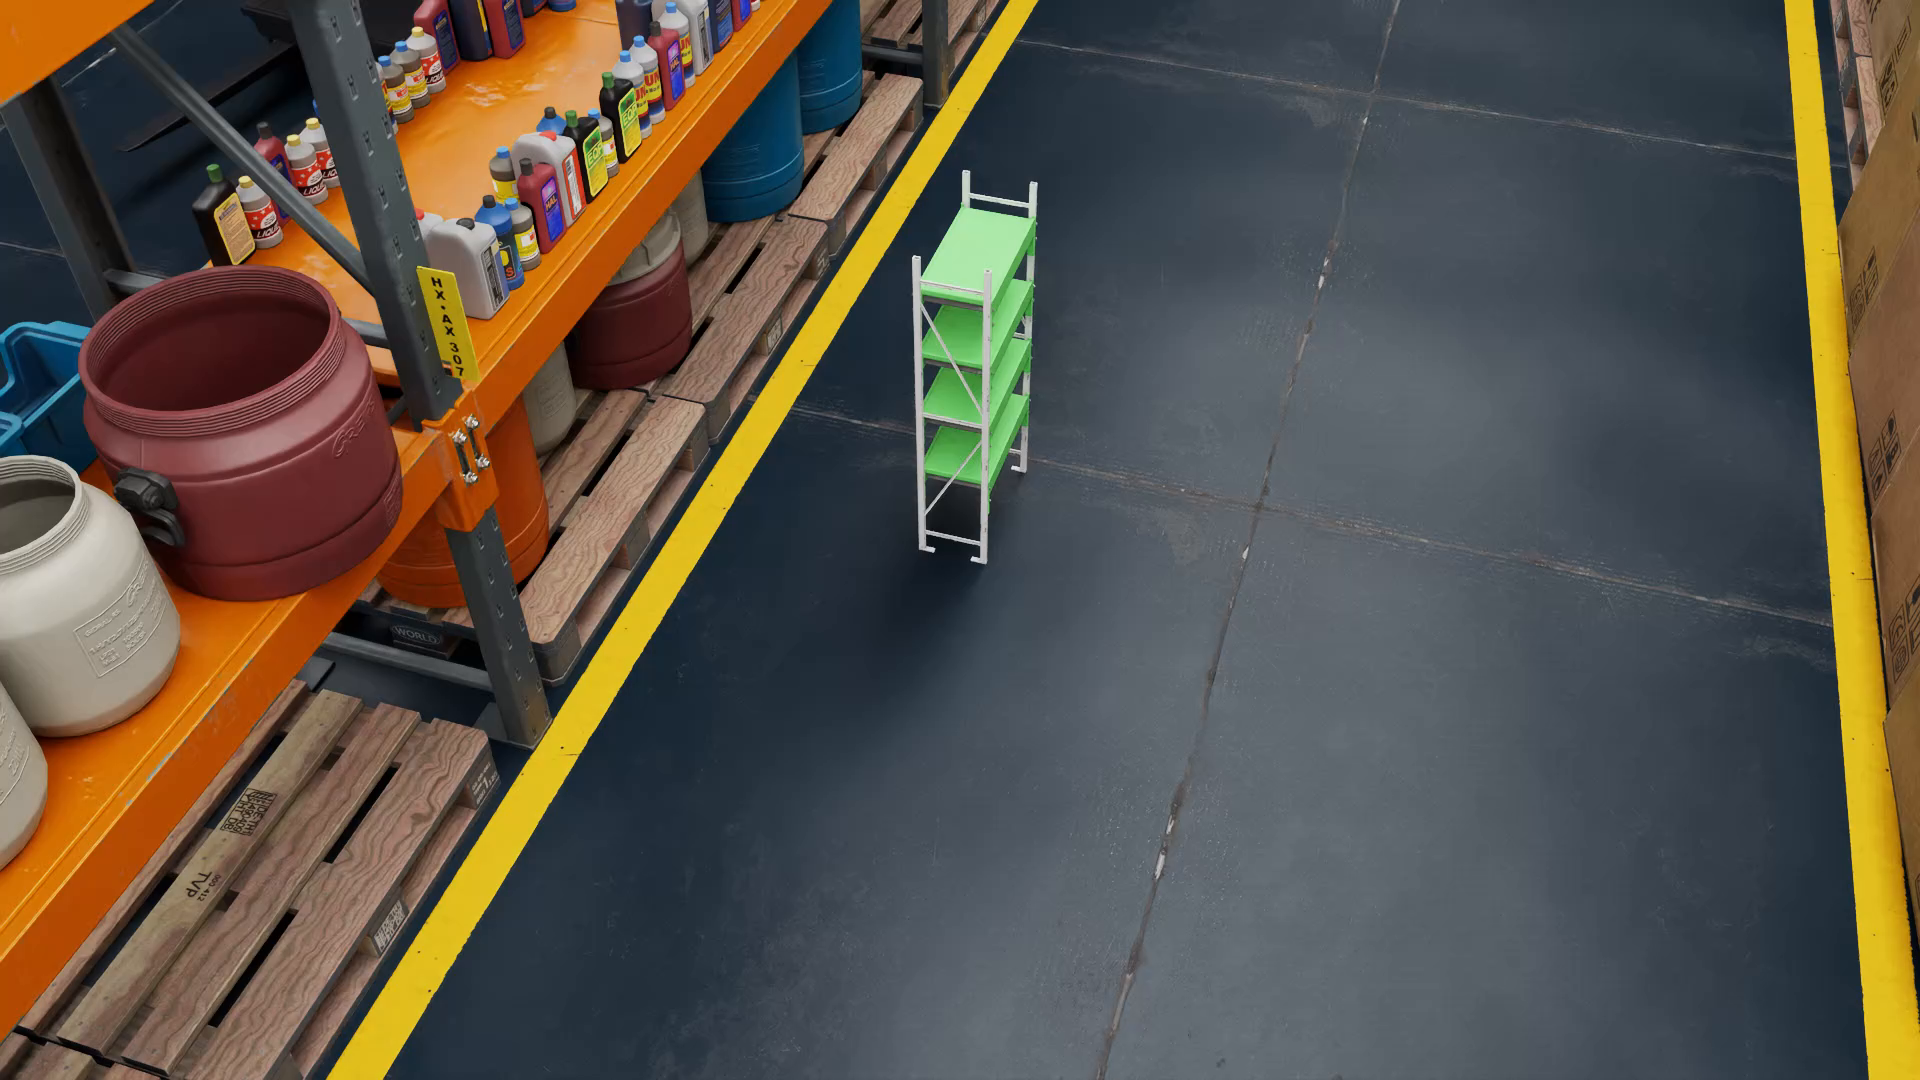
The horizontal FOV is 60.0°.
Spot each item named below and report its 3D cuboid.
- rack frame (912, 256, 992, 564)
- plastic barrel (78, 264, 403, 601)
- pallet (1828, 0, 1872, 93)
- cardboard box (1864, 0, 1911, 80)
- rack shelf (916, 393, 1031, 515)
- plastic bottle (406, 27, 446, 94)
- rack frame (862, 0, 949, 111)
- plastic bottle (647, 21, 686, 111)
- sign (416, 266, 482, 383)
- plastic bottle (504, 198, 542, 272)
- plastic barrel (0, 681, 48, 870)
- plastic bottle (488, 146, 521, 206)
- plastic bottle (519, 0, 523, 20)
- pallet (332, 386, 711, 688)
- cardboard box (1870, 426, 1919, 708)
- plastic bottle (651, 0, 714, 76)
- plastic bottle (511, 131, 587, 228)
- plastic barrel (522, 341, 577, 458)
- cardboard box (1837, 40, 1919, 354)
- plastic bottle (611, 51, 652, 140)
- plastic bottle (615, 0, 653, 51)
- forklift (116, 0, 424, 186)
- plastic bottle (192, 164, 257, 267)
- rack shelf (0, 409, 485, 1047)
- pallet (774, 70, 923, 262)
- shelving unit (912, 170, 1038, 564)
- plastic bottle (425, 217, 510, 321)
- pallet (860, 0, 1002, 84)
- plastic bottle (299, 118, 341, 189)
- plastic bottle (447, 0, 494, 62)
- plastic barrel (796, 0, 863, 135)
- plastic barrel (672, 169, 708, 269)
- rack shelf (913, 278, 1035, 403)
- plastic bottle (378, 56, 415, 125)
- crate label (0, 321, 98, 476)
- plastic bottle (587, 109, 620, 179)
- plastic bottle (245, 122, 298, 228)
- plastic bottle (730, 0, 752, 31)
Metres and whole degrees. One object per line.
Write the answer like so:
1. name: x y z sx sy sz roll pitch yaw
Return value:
1. rack frame: -0.024 -0.377 5.277 0.240 1.200 0.015 13 46 12
2. plastic barrel: -1.611 -0.246 3.759 0.600 0.536 0.708 13 46 13
3. pallet: 4.845 -2.498 8.151 1.003 0.211 1.213 13 46 12
4. cardboard box: 4.721 -2.602 7.483 0.875 0.875 0.875 13 46 13
5. rack shelf: 0.050 -0.322 5.656 0.258 0.148 0.480 13 46 12
6. plastic bottle: -1.715 -1.541 5.322 0.097 0.201 0.097 0 44 0
7. rack frame: -0.548 -3.237 6.913 1.000 3.000 0.127 13 46 13
8. plastic bottle: -0.927 -1.510 5.232 0.061 0.283 0.133 13 46 13
9. sign: -1.233 -0.517 4.017 0.100 0.325 0.005 13 46 13
10. plastic bottle: -1.230 -0.856 4.622 0.097 0.201 0.097 0 44 0
11. plastic barrel: -1.995 0.401 3.116 0.421 0.512 0.421 0 44 0
12. plastic bottle: -1.305 -1.042 4.812 0.097 0.201 0.097 0 44 0
13. plastic bottle: -1.543 -1.850 5.580 0.061 0.283 0.133 13 46 13
14. pallet: -1.560 -0.109 5.710 1.003 0.211 1.213 13 46 13
15. cardboard box: 3.467 0.039 4.784 1.225 0.875 0.875 13 46 13
16. plastic bottle: -0.900 -1.671 5.402 0.152 0.276 0.135 13 46 13
17. plastic bottle: -1.180 -1.055 4.772 0.152 0.276 0.135 13 46 13
18. plastic barrel: -1.542 -0.557 5.653 0.421 0.512 0.421 0 44 0
19. cardboard box: 3.998 -1.148 5.997 1.225 0.875 0.875 13 46 13
20. plastic bottle: -1.009 -1.368 5.095 0.097 0.271 0.097 0 44 0
21. plastic bottle: -1.034 -1.746 5.425 0.144 0.351 0.185 13 46 13
22. forklift: -2.691 -3.431 7.160 1.130 2.935 3.031 18 47 18
23. plastic bottle: -2.043 -0.889 4.597 0.061 0.283 0.133 13 46 13
24. rack shelf: -2.365 1.019 3.078 1.077 0.370 4.000 13 46 13
25. pallet: -0.821 -1.735 7.372 1.003 0.211 1.213 13 46 13
26. shelving unit: 0.050 -0.539 5.443 0.258 1.200 0.503 13 46 12
27. plastic bottle: -1.320 -0.747 4.457 0.152 0.276 0.135 13 46 13
28. pallet: -0.362 -2.739 8.398 1.003 0.211 1.213 13 46 13
29. plastic bottle: -1.892 -1.152 4.924 0.097 0.201 0.097 0 44 0
30. plastic bottle: -1.609 -1.772 5.452 0.144 0.351 0.185 13 46 13
31. plastic barrel: -0.729 -2.278 7.134 0.600 0.901 0.708 13 46 13
32. plastic barrel: -1.200 -1.310 6.422 0.421 0.512 0.421 0 44 0
33. rack shelf: 0.050 -0.665 5.320 0.258 0.148 0.480 13 46 12
34. plastic bottle: -1.774 -1.411 5.189 0.097 0.201 0.097 0 44 0
35. crate label: -2.244 -0.310 4.041 0.303 0.233 0.416 13 46 13
36. plastic bottle: -1.079 -1.189 4.962 0.097 0.201 0.097 0 44 0
37. plastic bottle: -1.974 -1.043 4.755 0.061 0.283 0.133 13 46 13
38. plastic bottle: -0.760 -1.876 5.606 0.061 0.283 0.133 13 46 13
